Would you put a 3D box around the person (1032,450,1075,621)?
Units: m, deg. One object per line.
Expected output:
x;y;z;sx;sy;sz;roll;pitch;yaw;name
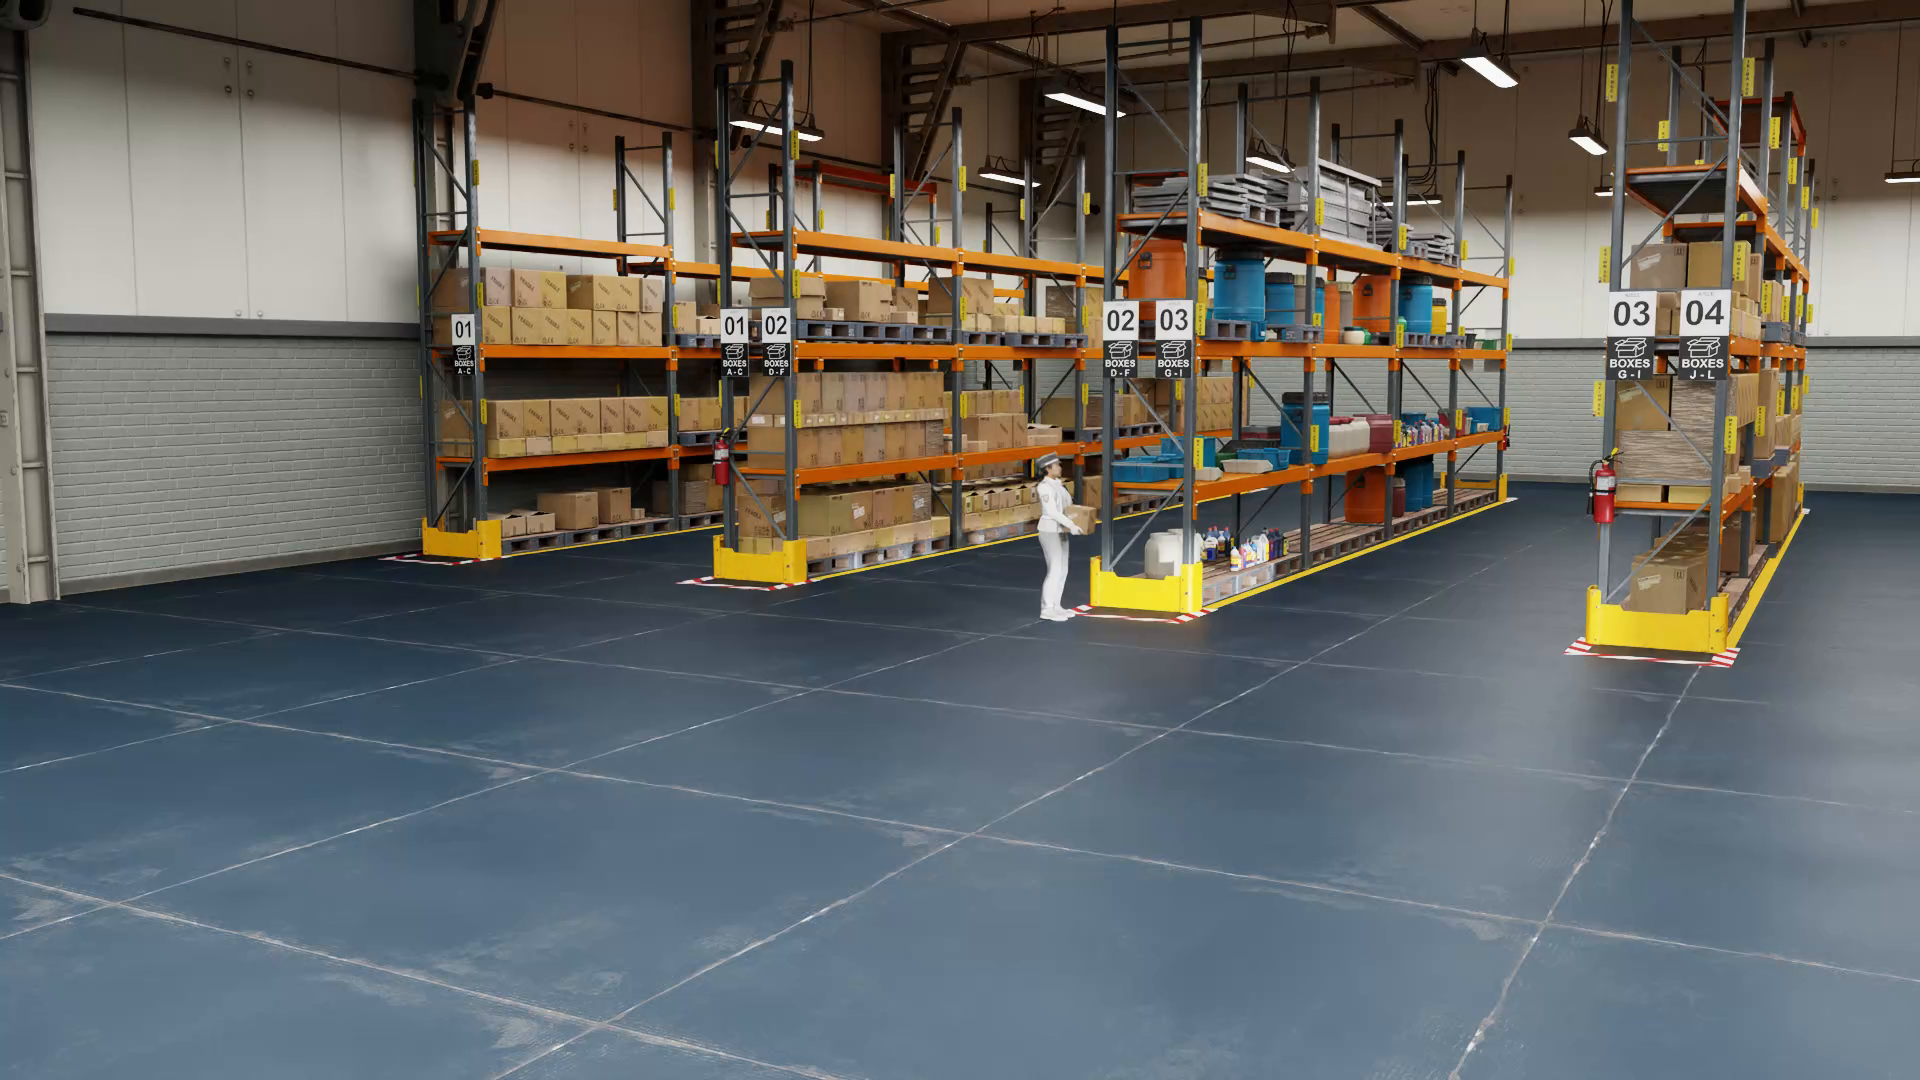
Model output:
0.993;-0.057;16.723;0.543;1.700;0.497;1;6;6;person
